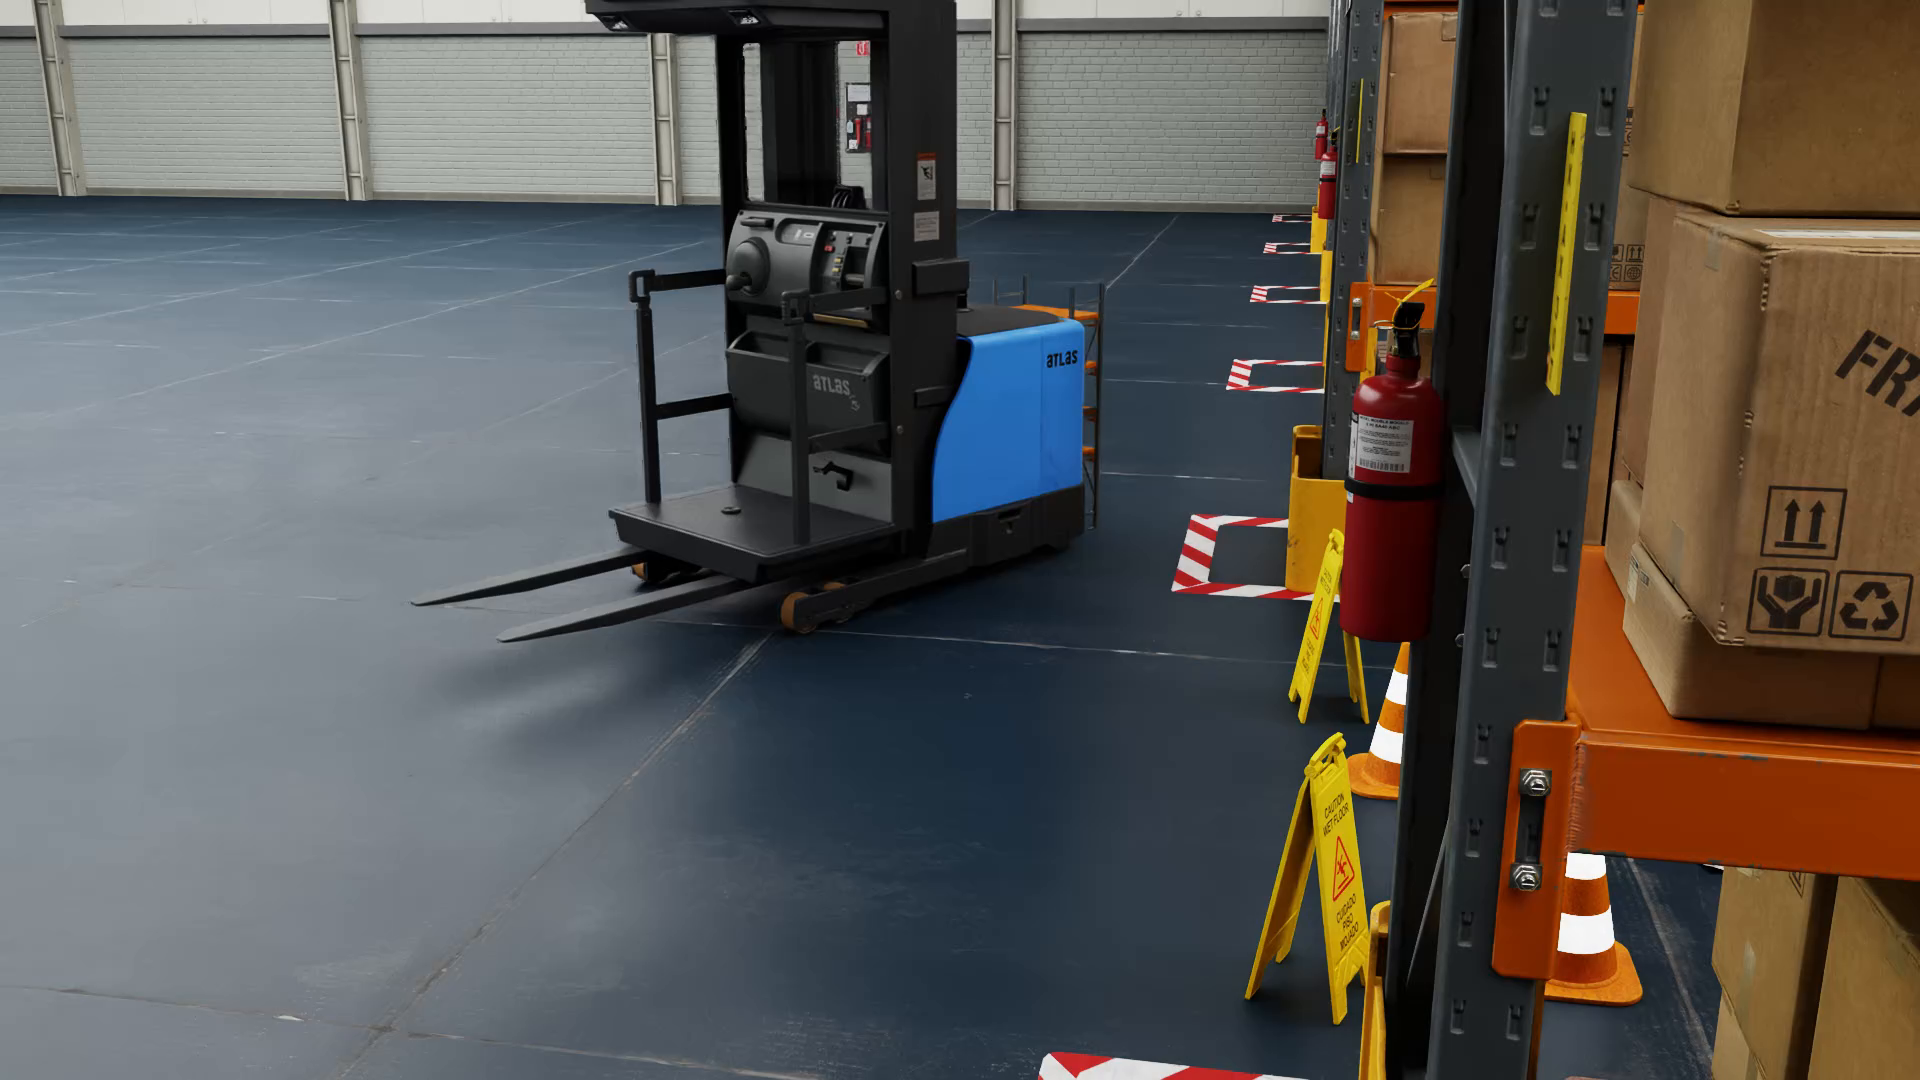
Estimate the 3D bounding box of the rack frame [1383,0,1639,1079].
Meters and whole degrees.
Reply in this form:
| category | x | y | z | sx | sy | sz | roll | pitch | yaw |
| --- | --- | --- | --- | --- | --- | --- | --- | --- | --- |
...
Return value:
| category | x | y | z | sx | sy | sz | roll | pitch | yaw |
| --- | --- | --- | --- | --- | --- | --- | --- | --- | --- |
| rack frame | 0.827 | -0.064 | 2.604 | 0.053 | 2.616 | 0.949 | 3 | 16 | 11 |

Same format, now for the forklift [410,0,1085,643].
| category | x | y | z | sx | sy | sz | roll | pitch | yaw |
| --- | --- | --- | --- | --- | --- | --- | --- | --- | --- |
| forklift | -0.797 | -1.192 | 6.806 | 1.130 | 2.935 | 3.031 | 14 | 21 | 42 |

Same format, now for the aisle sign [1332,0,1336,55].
| category | x | y | z | sx | sy | sz | roll | pitch | yaw |
| --- | --- | --- | --- | --- | --- | --- | --- | --- | --- |
| aisle sign | 4.655 | -6.425 | 20.697 | 0.004 | 0.787 | 0.394 | 3 | 16 | 11 |

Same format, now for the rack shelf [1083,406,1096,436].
| category | x | y | z | sx | sy | sz | roll | pitch | yaw |
| --- | --- | --- | --- | --- | --- | --- | --- | --- | --- |
| rack shelf | 0.420 | -0.598 | 8.152 | 0.480 | 0.148 | 0.258 | 14 | 21 | 42 |

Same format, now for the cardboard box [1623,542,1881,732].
| category | x | y | z | sx | sy | sz | roll | pitch | yaw |
| --- | --- | --- | --- | --- | --- | --- | --- | --- | --- |
| cardboard box | 1.119 | 0.128 | 2.380 | 0.250 | 0.149 | 0.380 | 3 | 16 | 11 |

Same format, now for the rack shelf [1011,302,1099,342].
| category | x | y | z | sx | sy | sz | roll | pitch | yaw |
| --- | --- | --- | --- | --- | --- | --- | --- | --- | --- |
| rack shelf | 0.422 | -1.042 | 8.032 | 0.480 | 0.148 | 0.258 | 14 | 21 | 42 |

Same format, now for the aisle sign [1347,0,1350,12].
| category | x | y | z | sx | sy | sz | roll | pitch | yaw |
| --- | --- | --- | --- | --- | --- | --- | --- | --- | --- |
| aisle sign | 1.586 | -2.543 | 6.685 | 0.004 | 0.787 | 0.394 | 3 | 16 | 11 |

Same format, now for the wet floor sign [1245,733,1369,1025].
| category | x | y | z | sx | sy | sz | roll | pitch | yaw |
| --- | --- | --- | --- | --- | --- | --- | --- | --- | --- |
| wet floor sign | 0.855 | 0.780 | 3.969 | 0.232 | 0.644 | 0.267 | 9 | 18 | 30 |

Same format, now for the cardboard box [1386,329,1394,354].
| category | x | y | z | sx | sy | sz | roll | pitch | yaw |
| --- | --- | --- | --- | --- | --- | --- | --- | --- | --- |
| cardboard box | 3.411 | -1.618 | 12.108 | 0.500 | 0.500 | 0.500 | 6 | 17 | 21 |

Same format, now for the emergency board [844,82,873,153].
| category | x | y | z | sx | sy | sz | roll | pitch | yaw |
| --- | --- | --- | --- | --- | --- | --- | --- | --- | --- |
| emergency board | -1.672 | -7.194 | 28.345 | 0.643 | 1.169 | 0.194 | 3 | 16 | 11 |

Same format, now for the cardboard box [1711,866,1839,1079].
| category | x | y | z | sx | sy | sz | roll | pitch | yaw |
| --- | --- | --- | --- | --- | --- | --- | --- | --- | --- |
| cardboard box | 1.665 | 0.671 | 2.911 | 0.500 | 0.500 | 0.500 | 3 | 16 | 11 |

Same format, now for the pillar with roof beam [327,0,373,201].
| category | x | y | z | sx | sy | sz | roll | pitch | yaw |
| --- | --- | --- | --- | --- | --- | --- | --- | --- | --- |
| pillar with roof beam | -11.875 | -9.456 | 25.273 | 0.400 | 9.000 | 9.100 | 3 | 16 | 11 |

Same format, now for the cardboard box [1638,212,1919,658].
| category | x | y | z | sx | sy | sz | roll | pitch | yaw |
| --- | --- | --- | --- | --- | --- | --- | --- | --- | --- |
| cardboard box | 1.237 | -0.159 | 2.202 | 0.500 | 0.500 | 0.500 | 3 | 16 | 10 |

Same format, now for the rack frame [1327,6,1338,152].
| category | x | y | z | sx | sy | sz | roll | pitch | yaw |
| --- | --- | --- | --- | --- | --- | --- | --- | --- | --- |
| rack frame | 4.780 | -5.249 | 21.321 | 0.127 | 3.000 | 1.000 | 3 | 16 | 11 |

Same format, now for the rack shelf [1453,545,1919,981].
| category | x | y | z | sx | sy | sz | roll | pitch | yaw |
| --- | --- | --- | --- | --- | --- | --- | --- | --- | --- |
| rack shelf | 2.788 | 0.388 | 2.319 | 4.000 | 0.370 | 1.077 | 3 | 16 | 11 |

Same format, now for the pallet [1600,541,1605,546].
| category | x | y | z | sx | sy | sz | roll | pitch | yaw |
| --- | --- | --- | --- | --- | --- | --- | --- | --- | --- |
| pallet | 2.514 | 0.001 | 7.594 | 1.213 | 0.211 | 1.003 | 3 | 16 | 11 |

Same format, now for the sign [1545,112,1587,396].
| category | x | y | z | sx | sy | sz | roll | pitch | yaw |
| --- | --- | --- | --- | --- | --- | --- | --- | --- | --- |
| sign | 0.720 | -0.340 | 1.980 | 0.005 | 0.325 | 0.100 | 3 | 16 | 11 |

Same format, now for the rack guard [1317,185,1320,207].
| category | x | y | z | sx | sy | sz | roll | pitch | yaw |
| --- | --- | --- | --- | --- | --- | --- | --- | --- | --- |
| rack guard | 5.838 | -5.336 | 26.319 | 0.348 | 0.500 | 1.175 | 3 | 16 | 11 |

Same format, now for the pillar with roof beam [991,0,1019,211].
| category | x | y | z | sx | sy | sz | roll | pitch | yaw |
| --- | --- | --- | --- | --- | --- | --- | --- | --- | --- |
| pillar with roof beam | -0.116 | -8.818 | 22.968 | 0.400 | 9.000 | 9.100 | 3 | 16 | 11 |

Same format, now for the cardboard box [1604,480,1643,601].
| category | x | y | z | sx | sy | sz | roll | pitch | yaw |
| --- | --- | --- | --- | --- | --- | --- | --- | --- | --- |
| cardboard box | 1.237 | 0.020 | 2.771 | 0.250 | 0.149 | 0.380 | 4 | 16 | 13 |

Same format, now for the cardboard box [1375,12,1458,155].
| category | x | y | z | sx | sy | sz | roll | pitch | yaw |
| --- | --- | --- | --- | --- | --- | --- | --- | --- | --- |
| cardboard box | 2.071 | -1.928 | 7.030 | 0.550 | 0.550 | 0.875 | 3 | 16 | 11 |

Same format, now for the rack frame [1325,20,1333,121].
| category | x | y | z | sx | sy | sz | roll | pitch | yaw |
| --- | --- | --- | --- | --- | --- | --- | --- | --- | --- |
| rack frame | 5.764 | -6.545 | 26.000 | 0.127 | 3.000 | 1.000 | 3 | 16 | 11 |

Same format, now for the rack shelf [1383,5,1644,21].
| category | x | y | z | sx | sy | sz | roll | pitch | yaw |
| --- | --- | --- | --- | --- | --- | --- | --- | --- | --- |
| rack shelf | 5.749 | -4.946 | 15.955 | 4.000 | 0.370 | 1.077 | 3 | 16 | 11 |

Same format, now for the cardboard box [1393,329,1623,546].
| category | x | y | z | sx | sy | sz | roll | pitch | yaw |
| --- | --- | --- | --- | --- | --- | --- | --- | --- | --- |
| cardboard box | 2.393 | -0.525 | 7.461 | 0.875 | 0.875 | 0.875 | 3 | 16 | 11 |

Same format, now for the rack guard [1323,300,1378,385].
| category | x | y | z | sx | sy | sz | roll | pitch | yaw |
| --- | --- | --- | --- | --- | --- | --- | --- | --- | --- |
| rack guard | 2.877 | -1.449 | 12.285 | 0.348 | 0.500 | 1.175 | 3 | 16 | 11 |

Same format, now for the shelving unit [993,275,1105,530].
| category | x | y | z | sx | sy | sz | roll | pitch | yaw |
| --- | --- | --- | --- | --- | --- | --- | --- | --- | --- |
| shelving unit | 0.420 | -0.663 | 8.134 | 0.503 | 1.200 | 0.258 | 14 | 21 | 42 |

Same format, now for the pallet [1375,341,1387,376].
| category | x | y | z | sx | sy | sz | roll | pitch | yaw |
| --- | --- | --- | --- | --- | --- | --- | --- | --- | --- |
| pallet | 3.666 | -1.257 | 12.135 | 1.213 | 0.211 | 1.003 | 3 | 16 | 11 |

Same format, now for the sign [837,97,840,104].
| category | x | y | z | sx | sy | sz | roll | pitch | yaw |
| --- | --- | --- | --- | --- | --- | --- | --- | --- | --- |
| sign | -2.190 | -7.521 | 28.464 | 0.331 | 0.109 | 0.001 | 3 | 16 | 11 |

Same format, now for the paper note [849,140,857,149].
| category | x | y | z | sx | sy | sz | roll | pitch | yaw |
| --- | --- | --- | --- | --- | --- | --- | --- | --- | --- |
| paper note | -1.831 | -6.797 | 28.562 | 0.142 | 0.148 | 0.016 | 3 | 16 | 11 |

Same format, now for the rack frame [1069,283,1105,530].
| category | x | y | z | sx | sy | sz | roll | pitch | yaw |
| --- | --- | --- | --- | --- | --- | --- | --- | --- | --- |
| rack frame | 0.595 | -0.618 | 7.971 | 0.015 | 1.200 | 0.240 | 14 | 21 | 42 |

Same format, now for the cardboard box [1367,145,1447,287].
| category | x | y | z | sx | sy | sz | roll | pitch | yaw |
| --- | --- | --- | --- | --- | --- | --- | --- | --- | --- |
| cardboard box | 2.088 | -1.430 | 7.253 | 0.550 | 0.550 | 0.875 | 3 | 16 | 11 |

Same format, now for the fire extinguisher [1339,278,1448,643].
| category | x | y | z | sx | sy | sz | roll | pitch | yaw |
| --- | --- | --- | --- | --- | --- | --- | --- | --- | --- |
| fire extinguisher | 0.807 | -0.154 | 3.075 | 0.183 | 0.674 | 0.296 | 3 | 16 | 11 |

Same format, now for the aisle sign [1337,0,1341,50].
| category | x | y | z | sx | sy | sz | roll | pitch | yaw |
| --- | --- | --- | --- | --- | --- | --- | --- | --- | --- |
| aisle sign | 3.661 | -5.133 | 16.034 | 0.004 | 0.787 | 0.394 | 3 | 16 | 11 |

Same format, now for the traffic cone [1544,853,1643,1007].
| category | x | y | z | sx | sy | sz | roll | pitch | yaw |
| --- | --- | --- | --- | --- | --- | --- | --- | --- | --- |
| traffic cone | 1.506 | 0.843 | 4.082 | 0.334 | 0.463 | 0.336 | 3 | 16 | 11 |

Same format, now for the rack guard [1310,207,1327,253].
| category | x | y | z | sx | sy | sz | roll | pitch | yaw |
| --- | --- | --- | --- | --- | --- | --- | --- | --- | --- |
| rack guard | 4.757 | -4.045 | 21.659 | 0.348 | 0.500 | 1.175 | 3 | 16 | 11 |
